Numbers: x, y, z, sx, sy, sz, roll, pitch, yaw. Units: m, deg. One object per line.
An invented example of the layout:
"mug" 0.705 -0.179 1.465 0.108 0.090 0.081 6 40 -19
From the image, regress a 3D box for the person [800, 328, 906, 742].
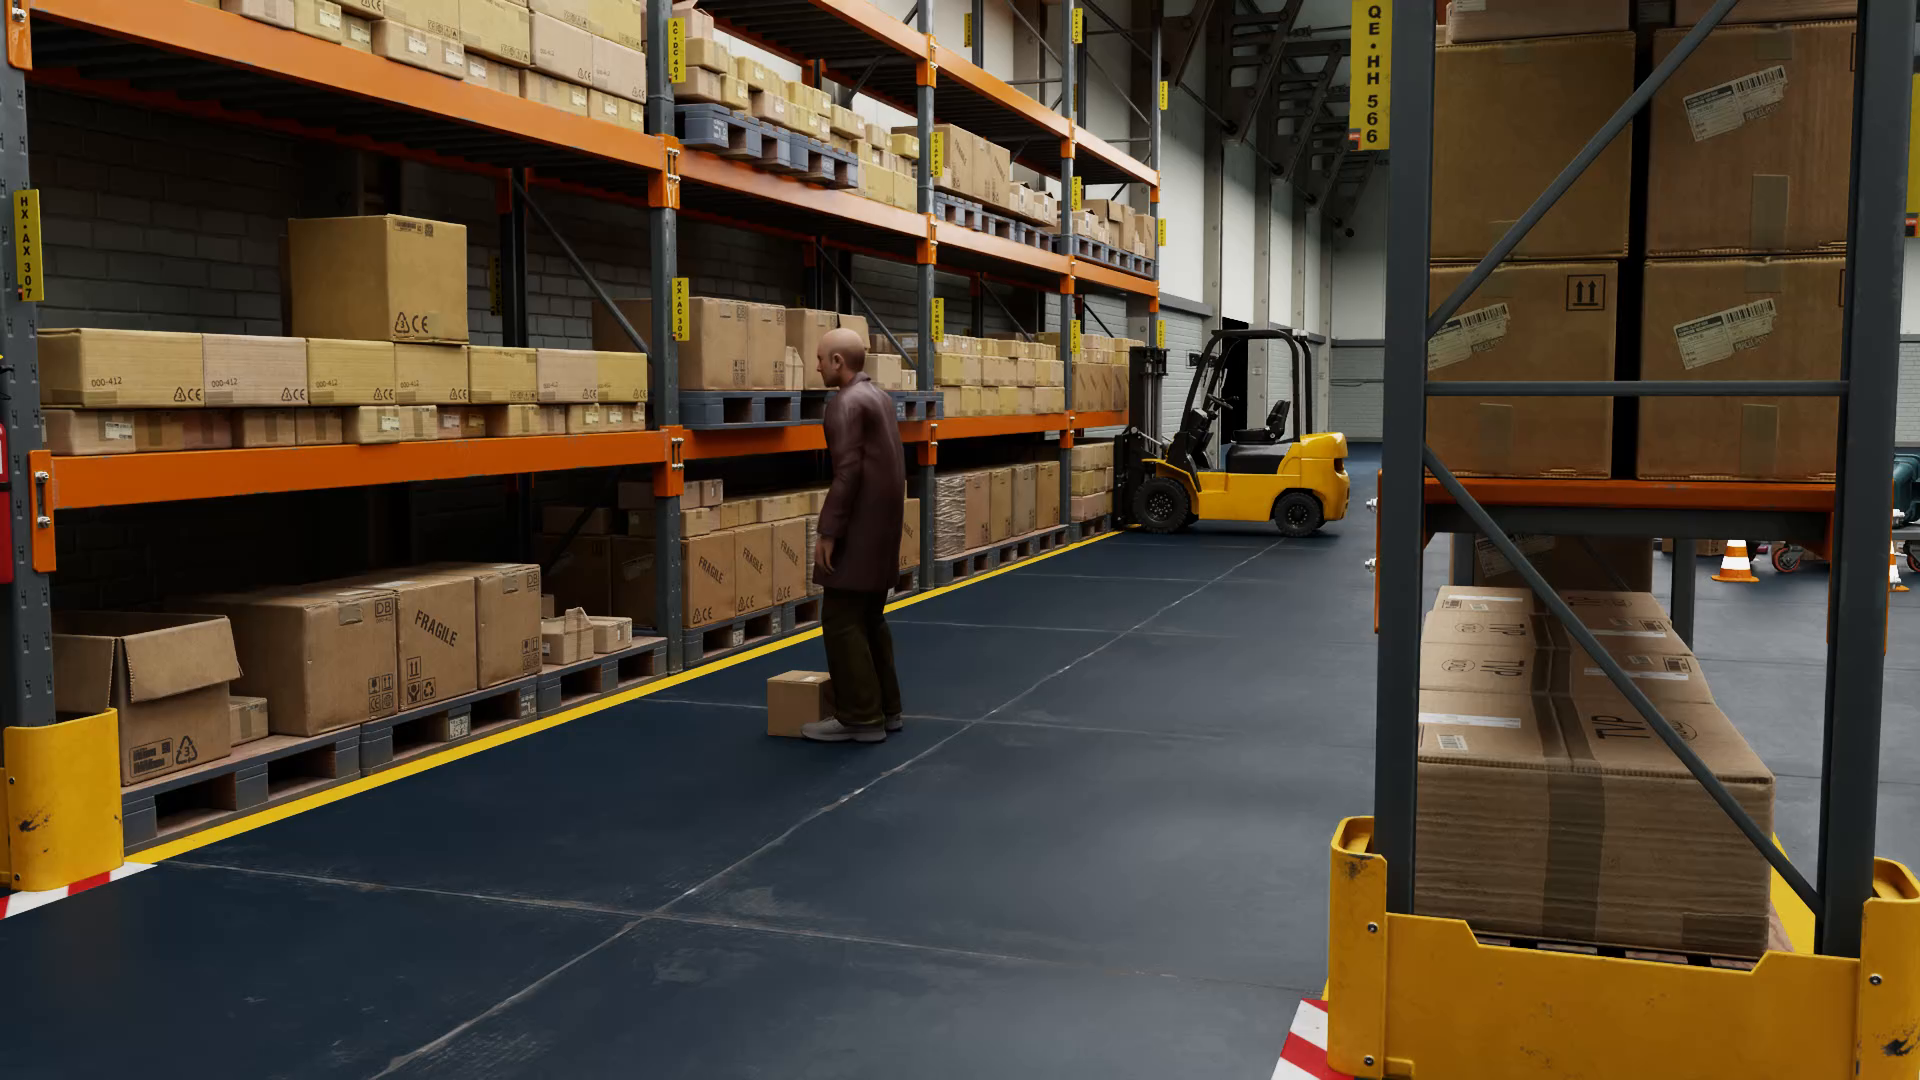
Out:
"person" -0.451 0.073 7.224 0.416 1.577 0.656 2 5 17
